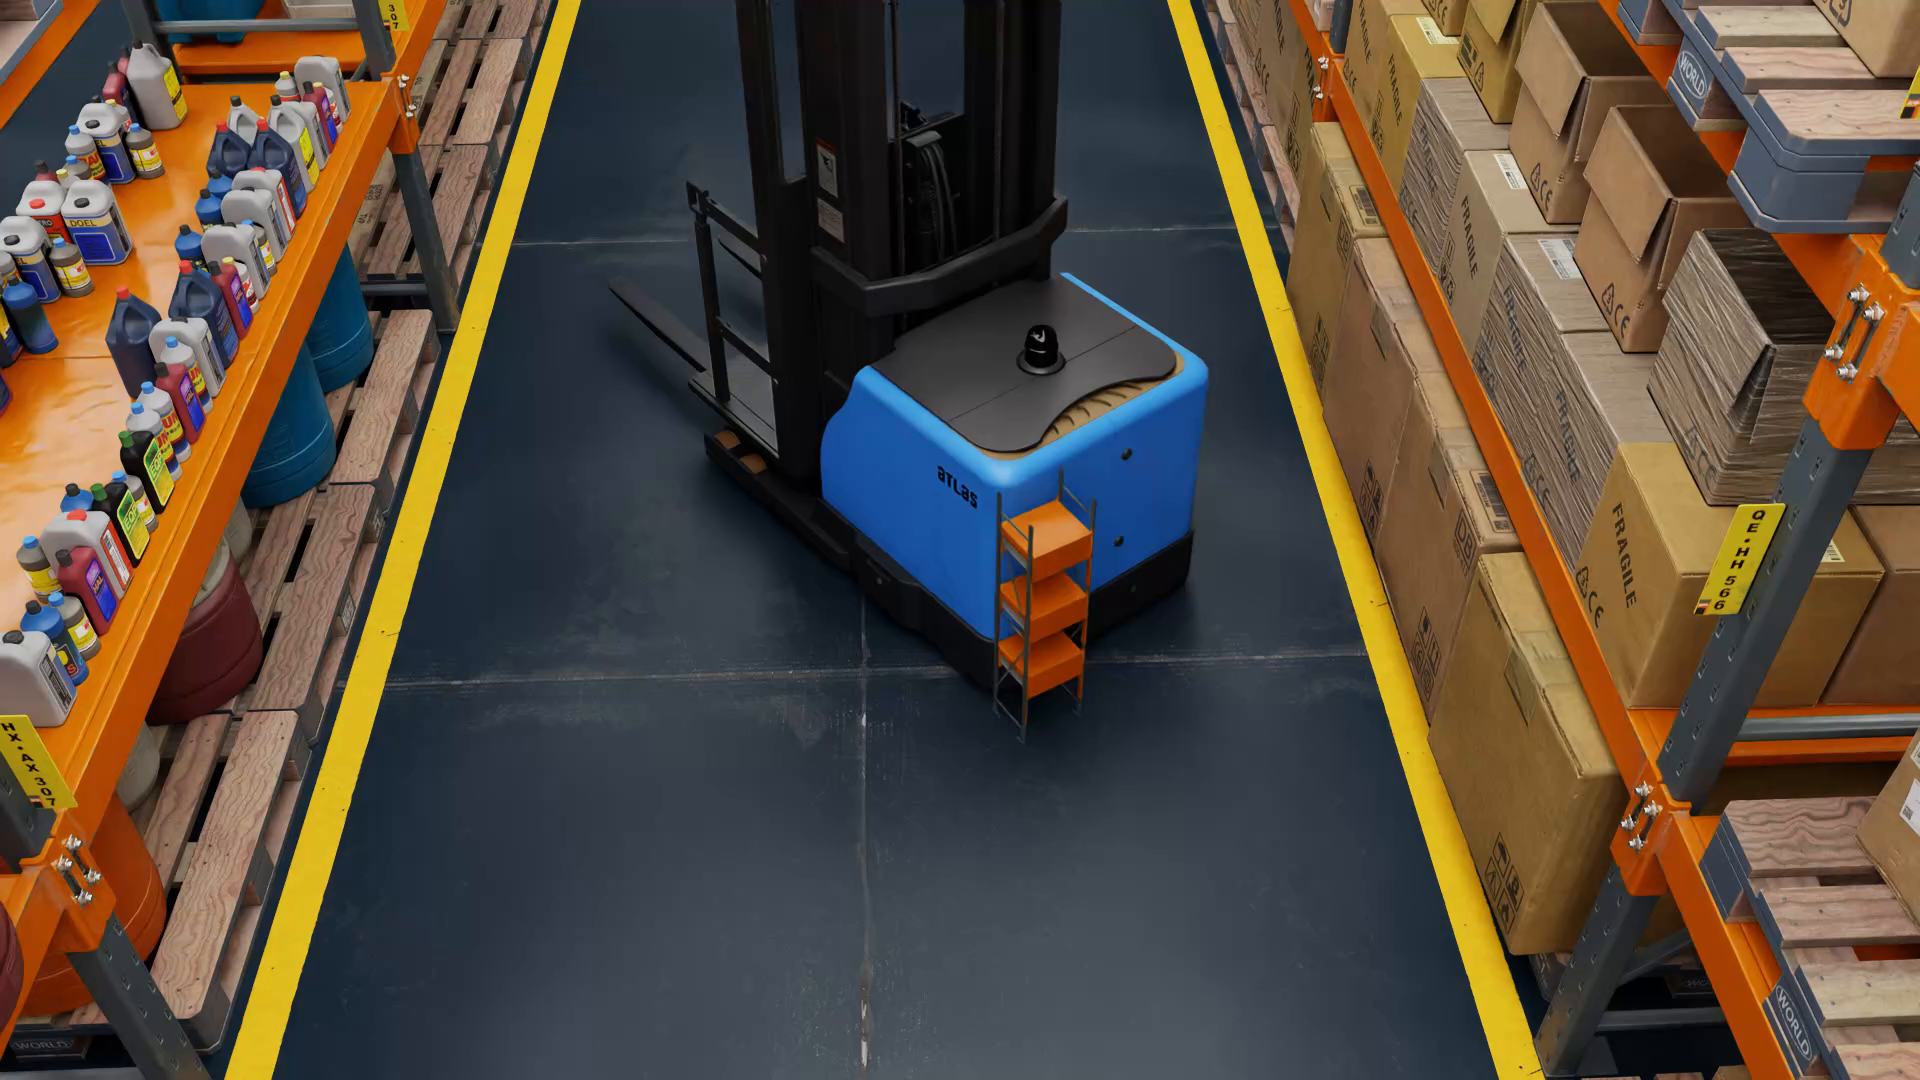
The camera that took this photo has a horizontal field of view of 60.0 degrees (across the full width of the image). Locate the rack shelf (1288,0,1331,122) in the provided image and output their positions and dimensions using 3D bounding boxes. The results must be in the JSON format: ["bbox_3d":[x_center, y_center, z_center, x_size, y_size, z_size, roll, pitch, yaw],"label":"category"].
[{"bbox_3d":[1.996,-3.331,8.697,1.077,0.370,4.000,-2,43,-2],"label":"rack shelf"}]

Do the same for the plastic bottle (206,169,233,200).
[{"bbox_3d":[-2.615,-1.196,5.931,0.097,0.271,0.097,0,43,0],"label":"plastic bottle"}]

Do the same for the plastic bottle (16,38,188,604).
[{"bbox_3d":[-2.869,-0.912,5.561,0.643,0.351,2.872,-2,43,-2],"label":"plastic bottle"}]

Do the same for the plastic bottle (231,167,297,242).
[{"bbox_3d":[-2.491,-1.214,5.947,0.152,0.276,0.135,-2,43,-2],"label":"plastic bottle"}]

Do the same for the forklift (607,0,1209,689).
[{"bbox_3d":[-0.425,-1.471,6.186,1.130,2.935,3.031,-29,50,-28],"label":"forklift"}]

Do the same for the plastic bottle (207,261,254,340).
[{"bbox_3d":[-2.420,-0.815,5.505,0.061,0.283,0.133,-2,43,-2],"label":"plastic bottle"}]

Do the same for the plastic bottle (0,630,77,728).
[{"bbox_3d":[-2.394,0.341,4.250,0.152,0.276,0.135,-2,43,-2],"label":"plastic bottle"}]

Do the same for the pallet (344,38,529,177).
[{"bbox_3d":[-2.993,-2.397,9.209,1.003,0.211,1.213,-2,43,-2],"label":"pallet"}]

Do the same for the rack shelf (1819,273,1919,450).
[{"bbox_3d":[2.335,0.964,1.791,1.077,0.370,4.000,-2,43,-2],"label":"rack shelf"}]

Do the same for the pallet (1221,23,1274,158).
[{"bbox_3d":[2.072,-2.559,9.386,1.003,0.211,1.213,-2,43,-2],"label":"pallet"}]

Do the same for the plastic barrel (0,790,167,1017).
[{"bbox_3d":[-7.784,0.273,3.953,10.706,2.957,0.708,-2,43,-2],"label":"plastic barrel"}]

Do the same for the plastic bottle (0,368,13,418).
[{"bbox_3d":[-3.054,-0.522,5.186,0.061,0.283,0.133,-2,43,-2],"label":"plastic bottle"}]

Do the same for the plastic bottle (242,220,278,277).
[{"bbox_3d":[-2.453,-1.018,5.788,0.097,0.201,0.097,0,43,0],"label":"plastic bottle"}]

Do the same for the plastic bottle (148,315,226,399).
[{"bbox_3d":[-2.452,-0.595,5.271,0.152,0.276,0.135,-2,43,-2],"label":"plastic bottle"}]

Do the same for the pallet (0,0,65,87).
[{"bbox_3d":[-2.633,-0.959,3.496,1.003,0.211,1.213,-2,43,-2],"label":"pallet"}]

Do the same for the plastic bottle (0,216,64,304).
[{"bbox_3d":[-3.180,-0.953,5.662,0.152,0.276,0.135,-2,43,-2],"label":"plastic bottle"}]

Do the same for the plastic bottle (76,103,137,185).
[{"bbox_3d":[-3.213,-1.488,6.245,0.152,0.276,0.135,-2,43,-2],"label":"plastic bottle"}]

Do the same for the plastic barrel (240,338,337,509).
[{"bbox_3d":[-2.832,-0.639,6.470,0.600,0.901,0.708,-2,43,-2],"label":"plastic barrel"}]

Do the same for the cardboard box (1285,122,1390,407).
[{"bbox_3d":[2.128,-1.186,7.086,1.225,0.875,0.875,-2,43,-2],"label":"cardboard box"}]

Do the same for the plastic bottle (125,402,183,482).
[{"bbox_3d":[-2.406,-0.295,4.947,0.097,0.271,0.097,0,43,0],"label":"plastic bottle"}]

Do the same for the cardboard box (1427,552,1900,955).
[{"bbox_3d":[2.242,0.616,5.119,1.225,0.875,0.875,-3,43,-4],"label":"cardboard box"}]

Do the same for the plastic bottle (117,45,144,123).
[{"bbox_3d":[-3.279,-1.801,6.581,0.061,0.283,0.133,-2,43,-2],"label":"plastic bottle"}]

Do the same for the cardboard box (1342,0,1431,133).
[{"bbox_3d":[1.850,-1.965,6.600,0.500,0.500,0.500,-2,43,-2],"label":"cardboard box"}]

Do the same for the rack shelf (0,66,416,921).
[{"bbox_3d":[-2.783,-0.488,5.595,1.077,0.370,4.000,-2,43,-2],"label":"rack shelf"}]

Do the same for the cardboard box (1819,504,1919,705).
[{"bbox_3d":[2.502,0.082,4.367,0.500,0.500,0.500,0,43,-1],"label":"cardboard box"}]

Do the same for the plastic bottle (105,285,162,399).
[{"bbox_3d":[-2.602,-0.636,5.260,0.144,0.351,0.185,-2,43,-2],"label":"plastic bottle"}]

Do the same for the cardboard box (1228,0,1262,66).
[{"bbox_3d":[2.056,-3.274,9.363,0.875,0.875,0.875,-2,43,-2],"label":"cardboard box"}]

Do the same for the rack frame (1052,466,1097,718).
[{"bbox_3d":[0.382,0.202,5.753,0.008,1.050,0.200,-23,47,-23],"label":"rack frame"}]

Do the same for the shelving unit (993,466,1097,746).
[{"bbox_3d":[0.279,0.246,5.705,0.252,1.050,0.215,-23,47,-23],"label":"shelving unit"}]

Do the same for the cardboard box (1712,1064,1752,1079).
[{"bbox_3d":[2.299,1.665,4.238,0.700,0.500,0.500,-4,43,-4],"label":"cardboard box"}]

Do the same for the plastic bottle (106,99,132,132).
[{"bbox_3d":[-3.250,-1.603,6.426,0.097,0.201,0.097,0,43,0],"label":"plastic bottle"}]

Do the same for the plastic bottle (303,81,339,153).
[{"bbox_3d":[-2.473,-1.649,6.416,0.061,0.283,0.133,-2,43,-2],"label":"plastic bottle"}]

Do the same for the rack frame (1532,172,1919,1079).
[{"bbox_3d":[2.250,0.454,4.034,1.000,3.000,0.127,-2,43,-2],"label":"rack frame"}]

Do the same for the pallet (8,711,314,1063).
[{"bbox_3d":[-2.773,1.093,5.401,1.003,0.211,1.213,-2,43,-2],"label":"pallet"}]

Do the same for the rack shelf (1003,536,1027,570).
[{"bbox_3d":[0.279,0.008,5.486,0.221,0.050,0.166,-23,47,-23],"label":"rack shelf"}]

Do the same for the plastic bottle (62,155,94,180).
[{"bbox_3d":[-3.232,-1.315,6.112,0.097,0.201,0.097,0,43,0],"label":"plastic bottle"}]

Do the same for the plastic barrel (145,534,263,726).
[{"bbox_3d":[-2.784,0.238,5.744,0.600,0.588,0.708,-2,43,-2],"label":"plastic barrel"}]

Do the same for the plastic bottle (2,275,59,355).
[{"bbox_3d":[-3.050,-0.745,5.438,0.097,0.271,0.097,0,43,0],"label":"plastic bottle"}]
